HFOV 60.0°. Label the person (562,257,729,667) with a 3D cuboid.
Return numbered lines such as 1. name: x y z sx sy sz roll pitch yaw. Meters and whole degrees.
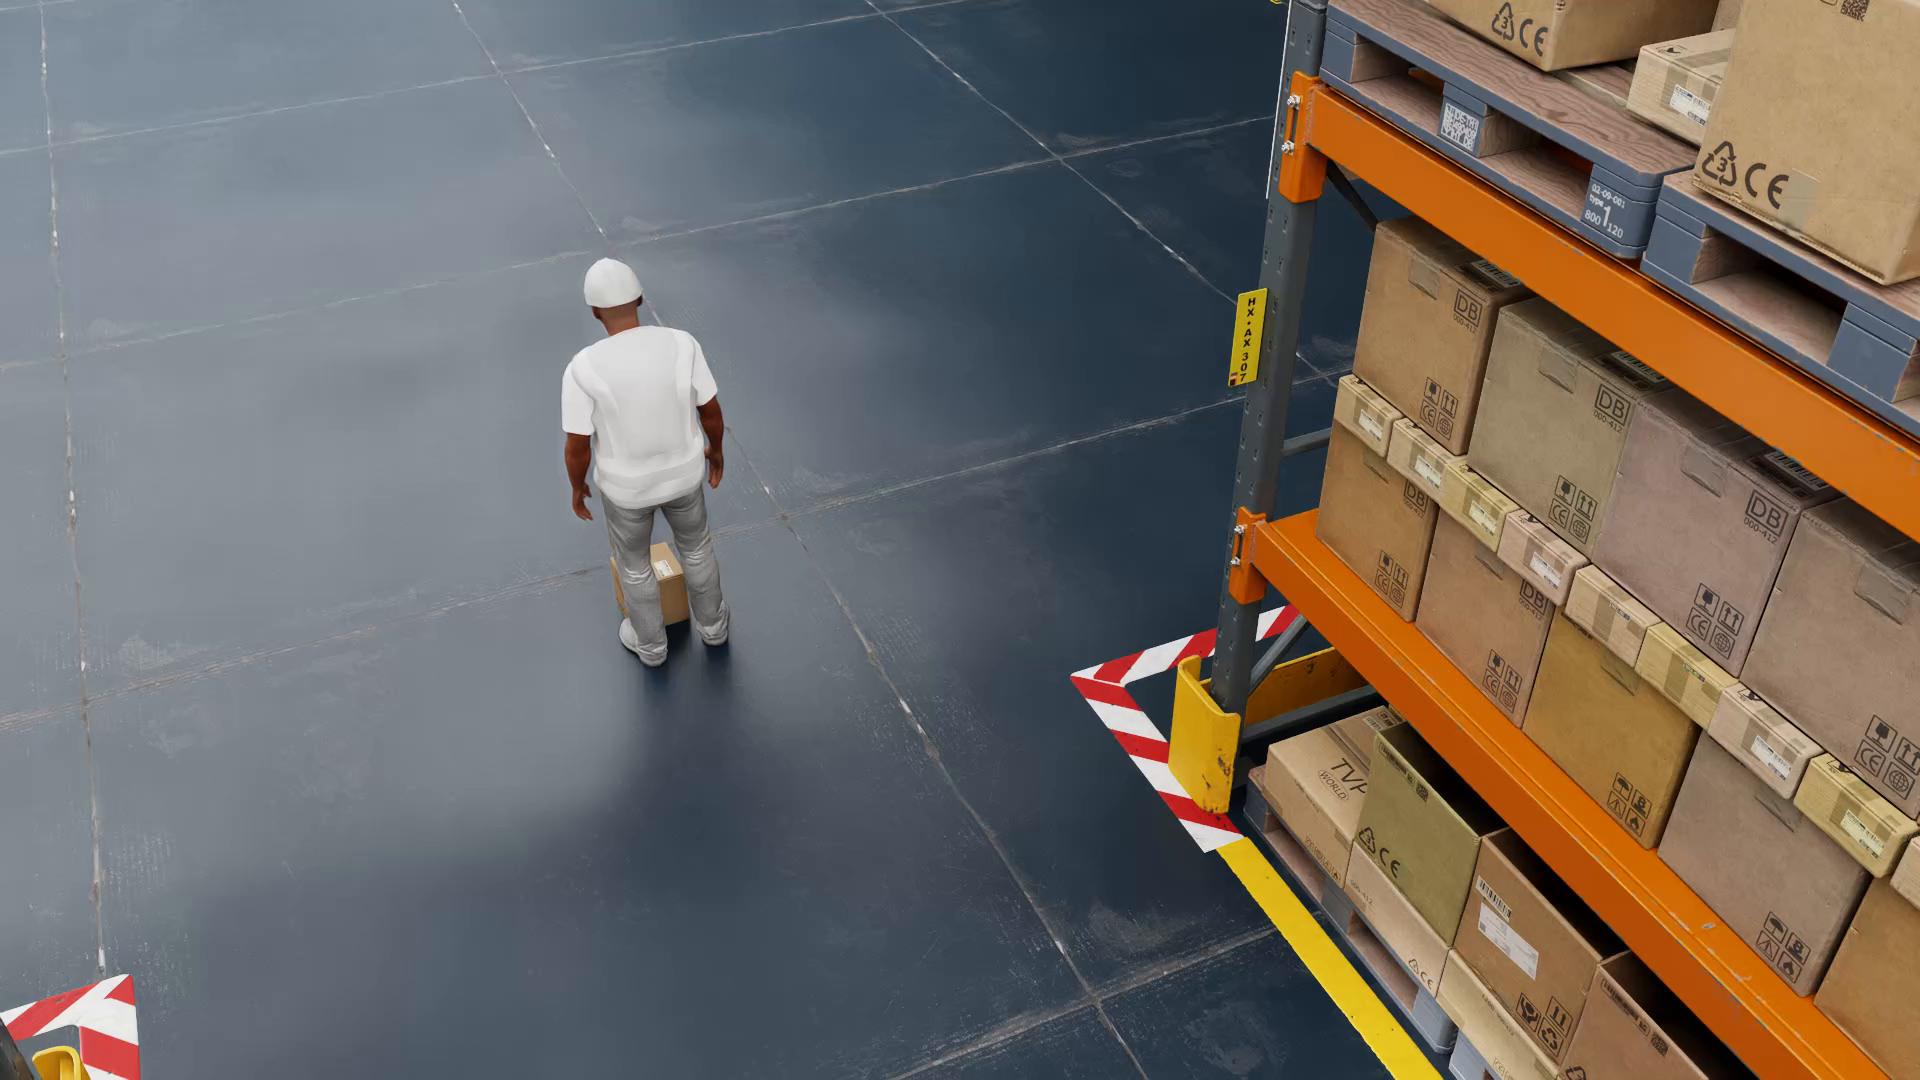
1. person: -1.222 -0.278 6.503 0.631 1.760 0.463 -16 40 -20
